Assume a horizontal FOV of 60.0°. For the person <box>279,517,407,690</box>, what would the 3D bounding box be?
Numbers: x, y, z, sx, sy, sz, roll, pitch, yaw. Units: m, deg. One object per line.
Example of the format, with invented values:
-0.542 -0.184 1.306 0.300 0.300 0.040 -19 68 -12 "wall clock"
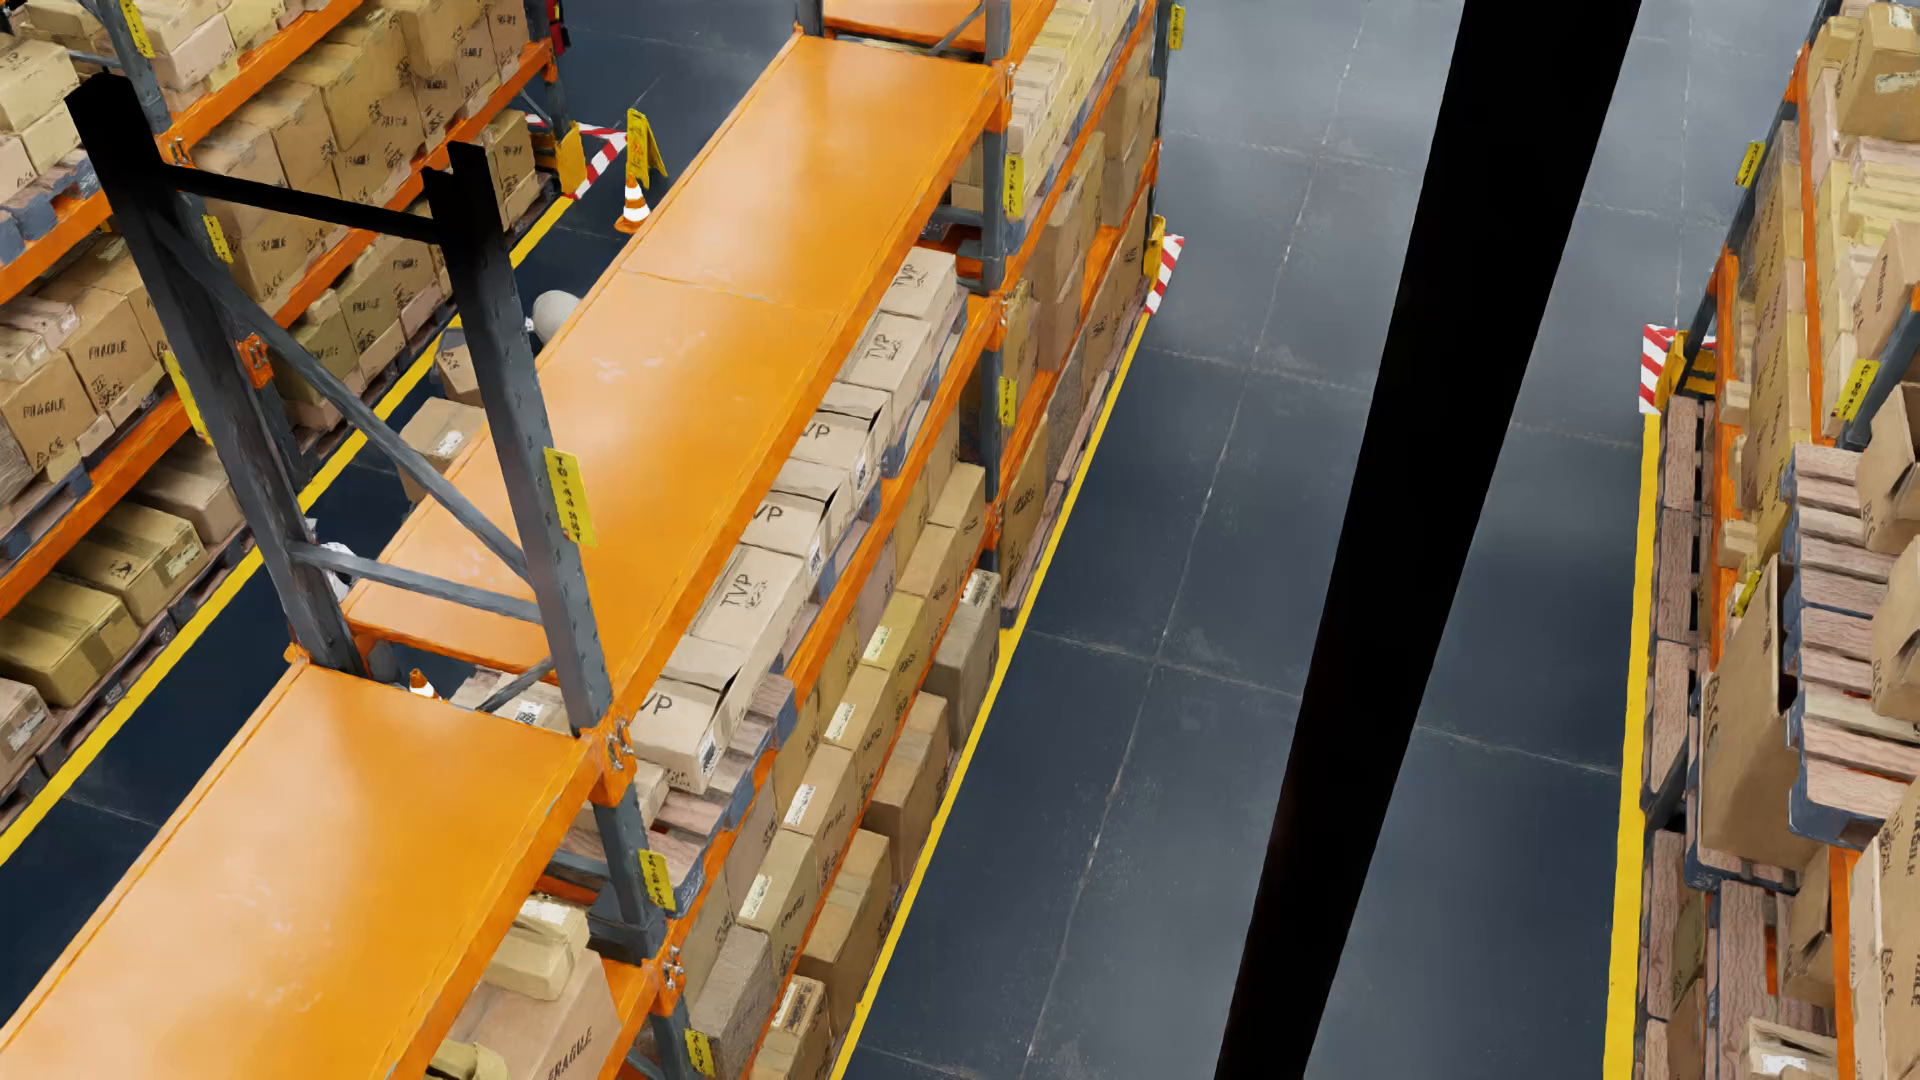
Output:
-3.429 0.534 9.191 0.531 1.662 0.522 -34 55 -29 "person"
